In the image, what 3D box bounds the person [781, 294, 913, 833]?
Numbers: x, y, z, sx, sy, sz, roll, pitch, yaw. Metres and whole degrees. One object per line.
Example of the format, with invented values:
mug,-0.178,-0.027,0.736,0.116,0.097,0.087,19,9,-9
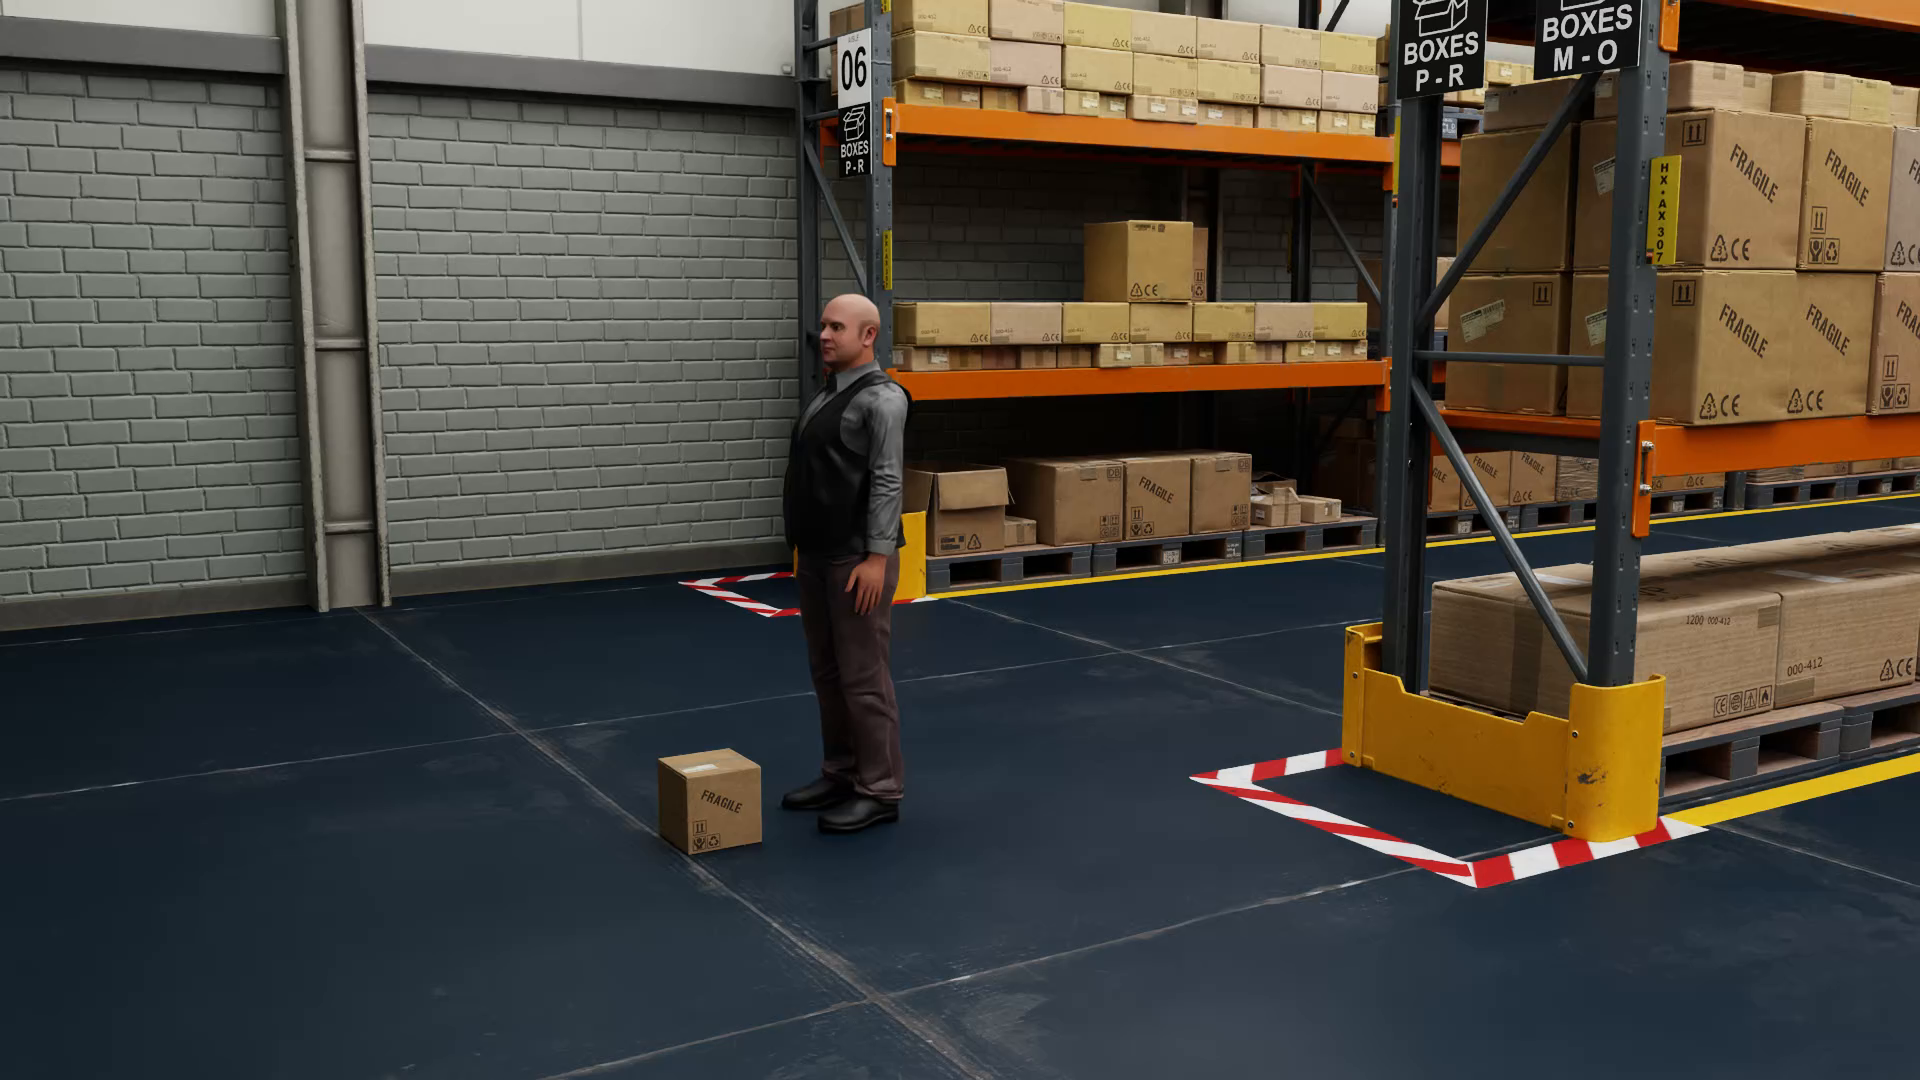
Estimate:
person,-0.375,0.068,5.428,0.355,1.725,0.535,-5,9,-29
